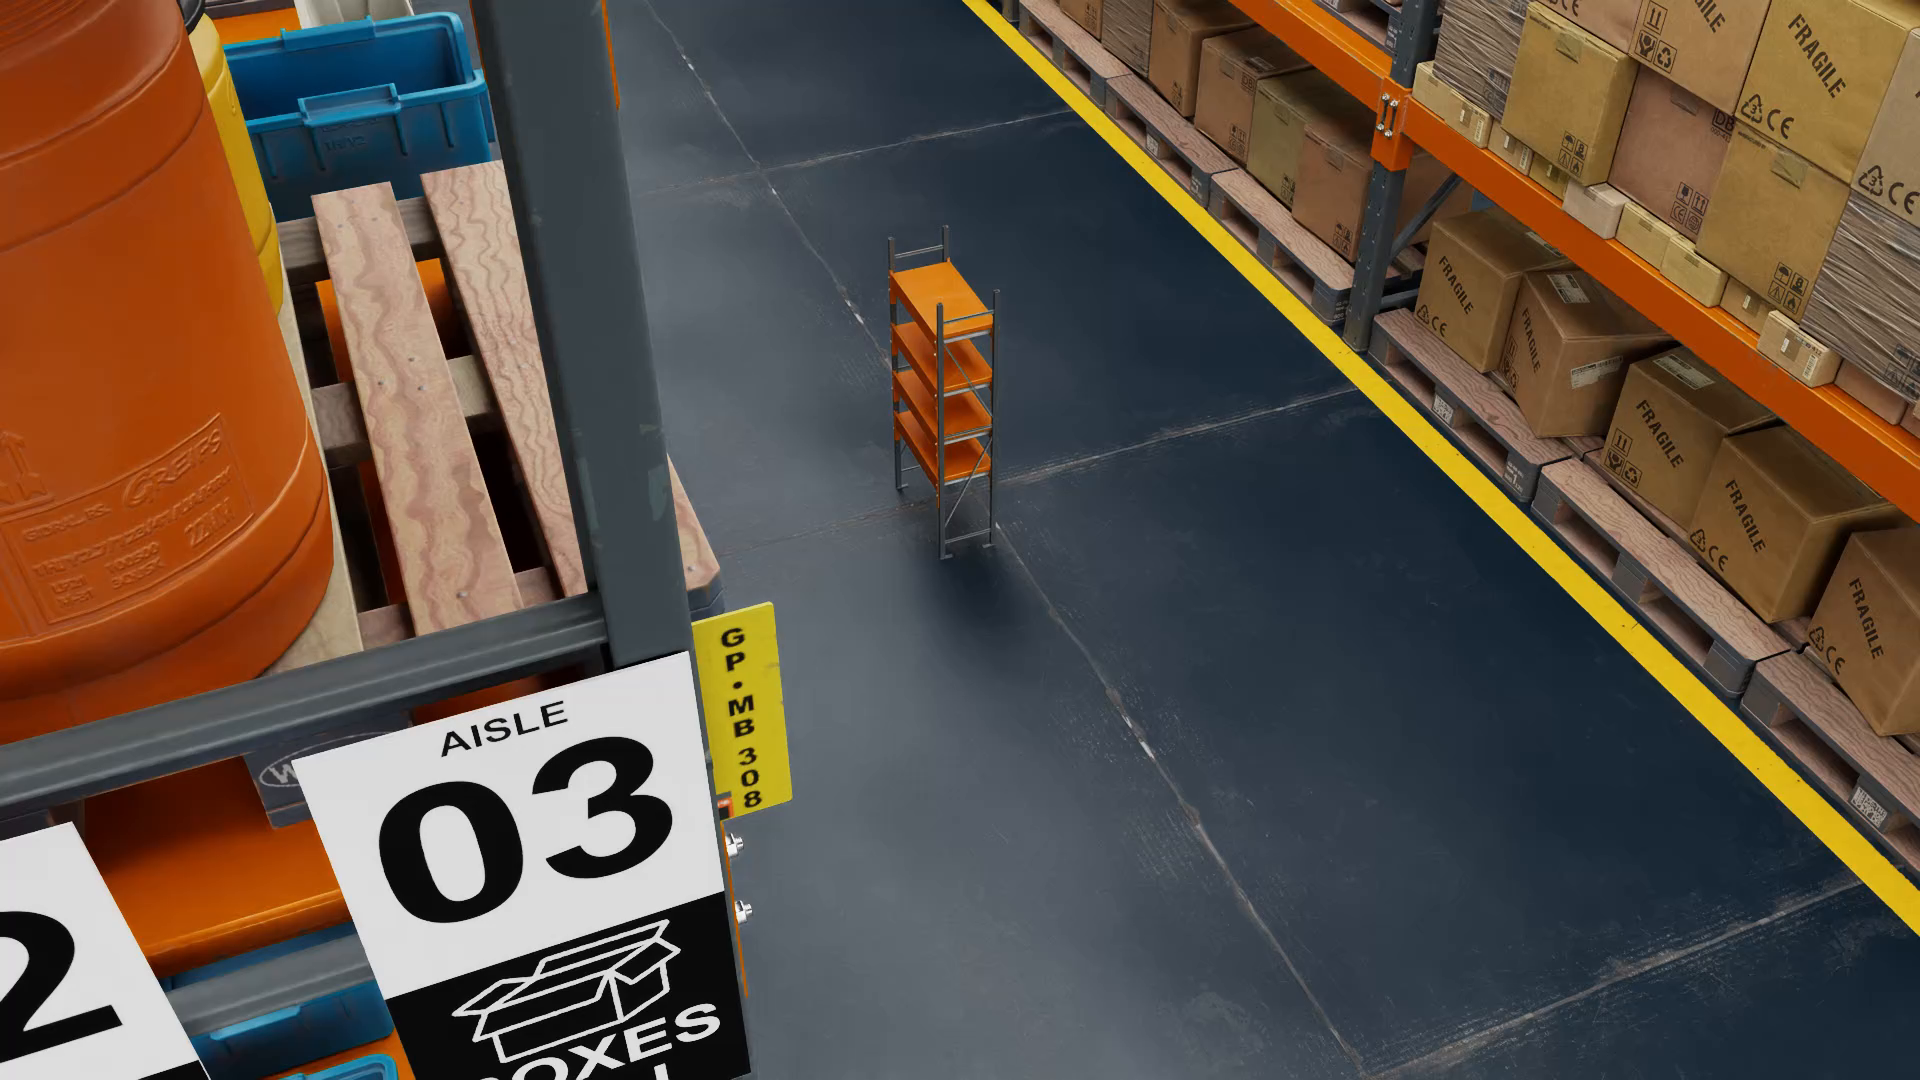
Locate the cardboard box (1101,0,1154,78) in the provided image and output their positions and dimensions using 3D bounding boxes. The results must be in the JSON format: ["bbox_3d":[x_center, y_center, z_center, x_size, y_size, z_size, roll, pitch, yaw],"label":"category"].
[{"bbox_3d":[1.253,-3.065,9.594,0.700,0.500,0.500,-19,44,-20],"label":"cardboard box"}]

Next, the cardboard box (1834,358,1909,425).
[{"bbox_3d":[3.022,-0.531,5.259,0.380,0.149,0.250,-15,43,-17],"label":"cardboard box"}]

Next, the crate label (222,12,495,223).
[{"bbox_3d":[-1.171,-0.812,3.207,0.502,0.251,0.408,-15,43,-17],"label":"crate label"}]

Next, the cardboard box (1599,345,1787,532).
[{"bbox_3d":[2.937,-0.429,6.544,0.500,0.500,0.500,-19,44,-21],"label":"cardboard box"}]

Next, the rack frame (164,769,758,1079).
[{"bbox_3d":[-0.761,1.479,2.730,1.000,3.000,0.127,-15,43,-17],"label":"rack frame"}]

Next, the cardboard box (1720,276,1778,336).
[{"bbox_3d":[2.813,-0.827,5.604,0.380,0.149,0.250,-15,43,-17],"label":"cardboard box"}]

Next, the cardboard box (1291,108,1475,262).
[{"bbox_3d":[2.070,-1.761,8.076,0.700,0.500,0.500,-18,44,-20],"label":"cardboard box"}]

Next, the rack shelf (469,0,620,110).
[{"bbox_3d":[-1.526,-1.576,2.540,1.077,0.370,4.000,-15,43,-17],"label":"rack shelf"}]

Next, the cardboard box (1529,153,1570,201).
[{"bbox_3d":[2.399,-1.421,6.294,0.380,0.149,0.250,-15,43,-17],"label":"cardboard box"}]

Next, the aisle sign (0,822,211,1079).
[{"bbox_3d":[-1.007,0.611,1.745,0.394,0.787,0.004,-15,43,-17],"label":"aisle sign"}]

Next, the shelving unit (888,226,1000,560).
[{"bbox_3d":[-0.063,-0.555,6.475,0.258,1.200,0.503,-15,43,-17],"label":"shelving unit"}]

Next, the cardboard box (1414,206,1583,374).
[{"bbox_3d":[2.401,-1.127,7.355,0.500,0.500,0.500,-16,43,-18],"label":"cardboard box"}]

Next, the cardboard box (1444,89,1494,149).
[{"bbox_3d":[2.173,-1.713,6.634,0.380,0.149,0.250,-15,43,-17],"label":"cardboard box"}]

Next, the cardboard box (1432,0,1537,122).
[{"bbox_3d":[2.400,-2.030,6.506,0.875,0.500,0.500,-15,43,-17],"label":"cardboard box"}]

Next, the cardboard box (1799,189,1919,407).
[{"bbox_3d":[3.177,-0.829,5.108,0.875,0.500,0.500,-15,43,-17],"label":"cardboard box"}]

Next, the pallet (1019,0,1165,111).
[{"bbox_3d":[1.052,-3.047,10.132,1.003,0.211,1.213,-15,43,-17],"label":"pallet"}]

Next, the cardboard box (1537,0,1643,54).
[{"bbox_3d":[2.415,-2.061,5.774,0.500,0.500,0.500,-15,43,-17],"label":"cardboard box"}]

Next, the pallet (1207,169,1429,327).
[{"bbox_3d":[1.986,-1.578,8.423,1.003,0.211,1.213,-15,43,-17],"label":"pallet"}]

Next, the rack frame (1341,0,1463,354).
[{"bbox_3d":[2.285,-2.166,6.969,1.000,3.000,0.127,-15,43,-17],"label":"rack frame"}]

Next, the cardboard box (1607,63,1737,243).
[{"bbox_3d":[2.843,-1.444,5.824,0.875,0.500,0.500,-15,43,-17],"label":"cardboard box"}]

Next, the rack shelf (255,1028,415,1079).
[{"bbox_3d":[-1.526,0.547,4.365,1.077,0.370,4.000,-15,43,-17],"label":"rack shelf"}]

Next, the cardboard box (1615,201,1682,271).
[{"bbox_3d":[2.590,-1.120,5.944,0.380,0.149,0.250,-15,43,-17],"label":"cardboard box"}]

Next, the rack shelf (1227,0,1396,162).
[{"bbox_3d":[1.520,-3.098,8.604,1.077,0.370,4.000,-15,43,-17],"label":"rack shelf"}]

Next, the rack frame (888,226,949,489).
[{"bbox_3d":[-0.157,-0.702,6.646,0.240,1.200,0.015,-15,43,-17],"label":"rack frame"}]

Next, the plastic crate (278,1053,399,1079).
[{"bbox_3d":[-1.228,1.308,3.042,0.499,0.251,0.616,-15,43,-17],"label":"plastic crate"}]

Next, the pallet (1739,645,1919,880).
[{"bbox_3d":[3.508,0.757,5.708,1.003,0.211,1.213,-15,43,-17],"label":"pallet"}]

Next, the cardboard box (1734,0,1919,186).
[{"bbox_3d":[2.807,-1.461,5.077,0.500,0.500,0.500,-15,43,-17],"label":"cardboard box"}]

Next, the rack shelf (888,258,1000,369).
[{"bbox_3d":[-0.063,-0.853,6.219,0.258,0.148,0.480,-15,43,-17],"label":"rack shelf"}]

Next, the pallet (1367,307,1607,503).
[{"bbox_3d":[2.575,-0.713,7.418,1.003,0.211,1.213,-15,43,-17],"label":"pallet"}]

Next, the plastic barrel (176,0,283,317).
[{"bbox_3d":[-1.314,-0.544,2.315,0.600,0.588,0.600,0,41,0],"label":"plastic barrel"}]

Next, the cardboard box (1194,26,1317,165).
[{"bbox_3d":[1.690,-2.389,8.808,0.700,0.500,0.500,-19,44,-20],"label":"cardboard box"}]

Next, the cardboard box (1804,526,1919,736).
[{"bbox_3d":[3.332,0.300,5.696,0.500,0.500,0.500,-5,41,-6],"label":"cardboard box"}]

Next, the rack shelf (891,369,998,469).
[{"bbox_3d":[-0.063,-0.504,6.519,0.258,0.148,0.480,-15,43,-17],"label":"rack shelf"}]

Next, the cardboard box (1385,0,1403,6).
[{"bbox_3d":[2.110,-3.066,7.233,1.000,1.000,1.000,-15,43,-17],"label":"cardboard box"}]
